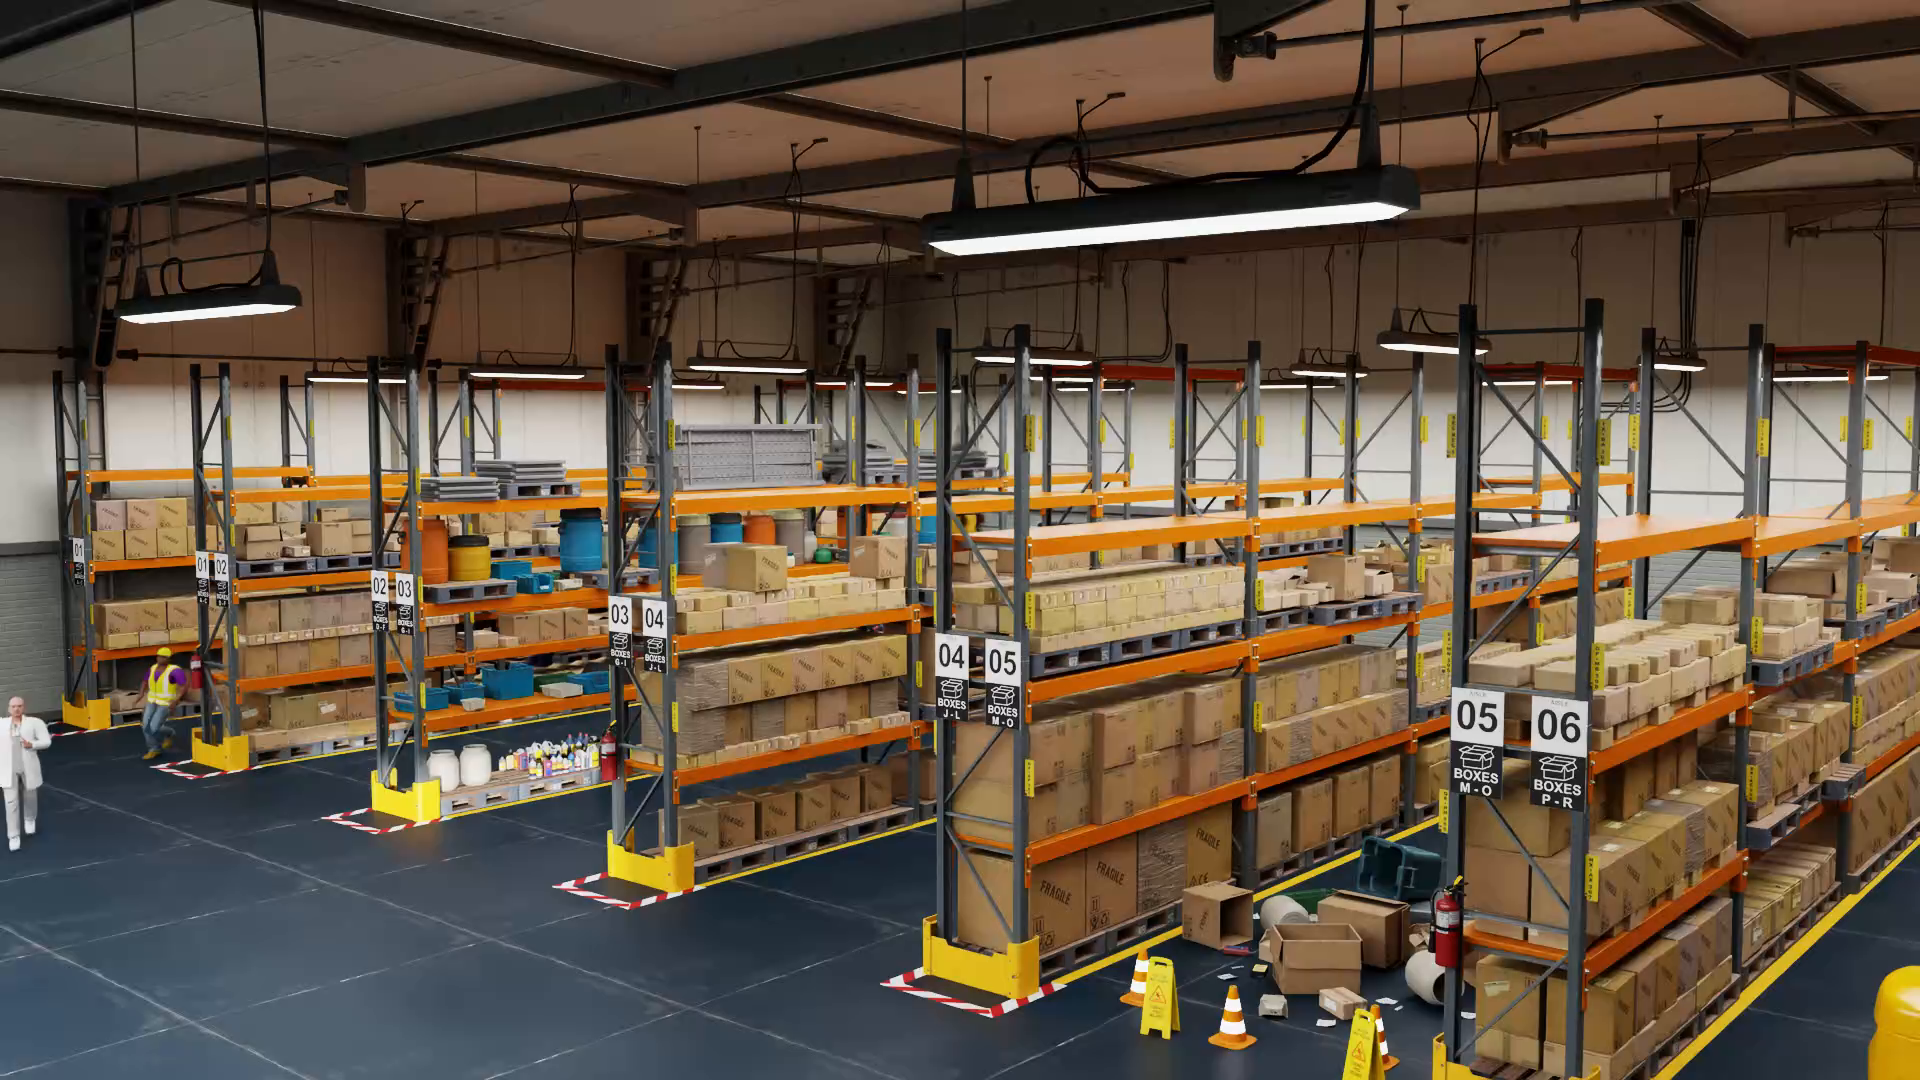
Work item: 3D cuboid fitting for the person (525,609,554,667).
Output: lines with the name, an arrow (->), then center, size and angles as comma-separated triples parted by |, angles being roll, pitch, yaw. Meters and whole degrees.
person -> -7.820, 2.108, 31.116 | 0.663, 1.642, 0.593 | 4, 6, 43

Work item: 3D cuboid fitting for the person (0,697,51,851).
person -> -11.438, 2.788, 20.214 | 0.703, 1.765, 1.063 | -2, 5, -28

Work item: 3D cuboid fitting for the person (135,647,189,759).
person -> -12.219, 2.491, 25.481 | 0.749, 1.716, 0.554 | 1, 4, 14
